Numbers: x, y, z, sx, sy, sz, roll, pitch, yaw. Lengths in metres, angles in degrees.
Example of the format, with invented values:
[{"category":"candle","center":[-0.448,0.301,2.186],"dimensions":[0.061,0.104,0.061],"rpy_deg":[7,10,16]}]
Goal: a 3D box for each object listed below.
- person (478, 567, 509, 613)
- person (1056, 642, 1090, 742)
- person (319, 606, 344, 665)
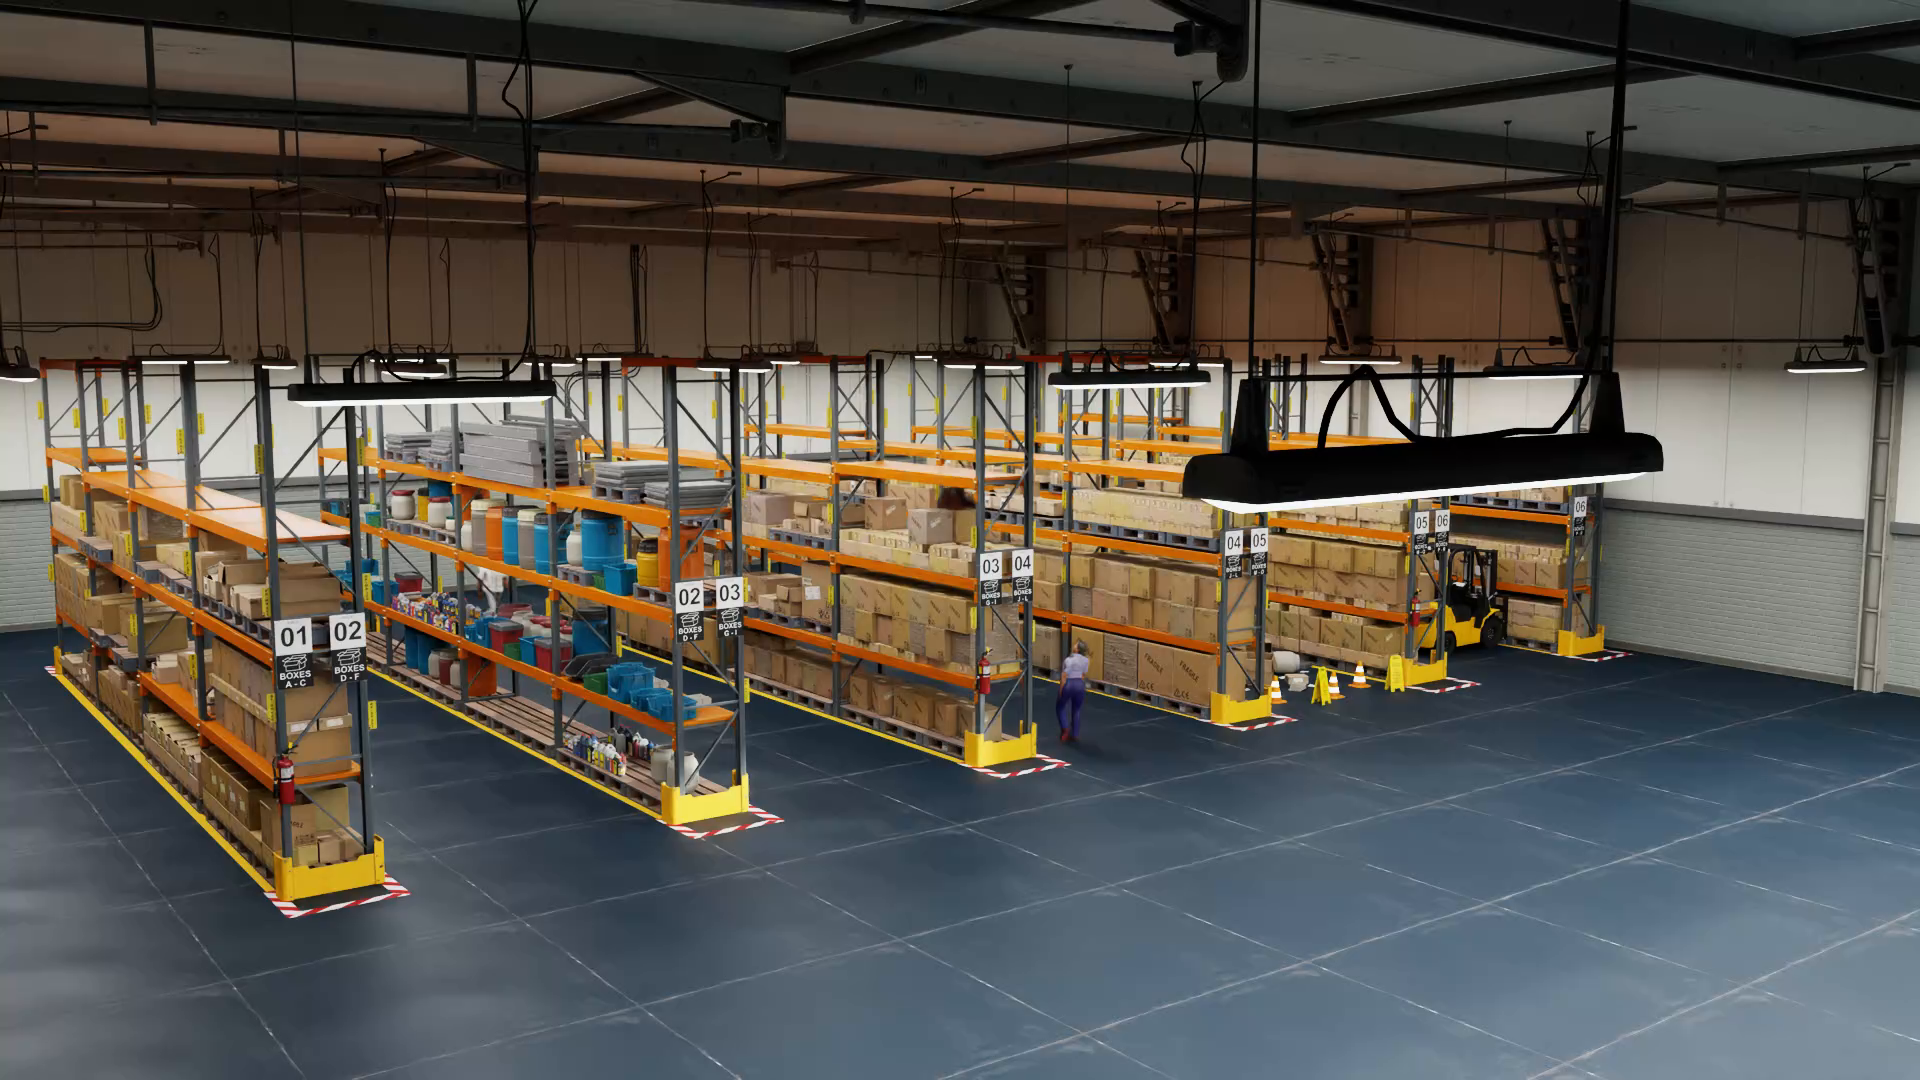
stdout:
[{"category":"person","center":[-10.167,1.110,36.338],"dimensions":[0.646,1.717,1.057],"rpy_deg":[-6,9,-39]},{"category":"person","center":[1.789,2.381,26.278],"dimensions":[0.500,1.613,0.490],"rpy_deg":[-1,7,-7]},{"category":"person","center":[-11.593,1.800,30.406],"dimensions":[0.737,1.723,1.025],"rpy_deg":[-2,7,-16]}]
